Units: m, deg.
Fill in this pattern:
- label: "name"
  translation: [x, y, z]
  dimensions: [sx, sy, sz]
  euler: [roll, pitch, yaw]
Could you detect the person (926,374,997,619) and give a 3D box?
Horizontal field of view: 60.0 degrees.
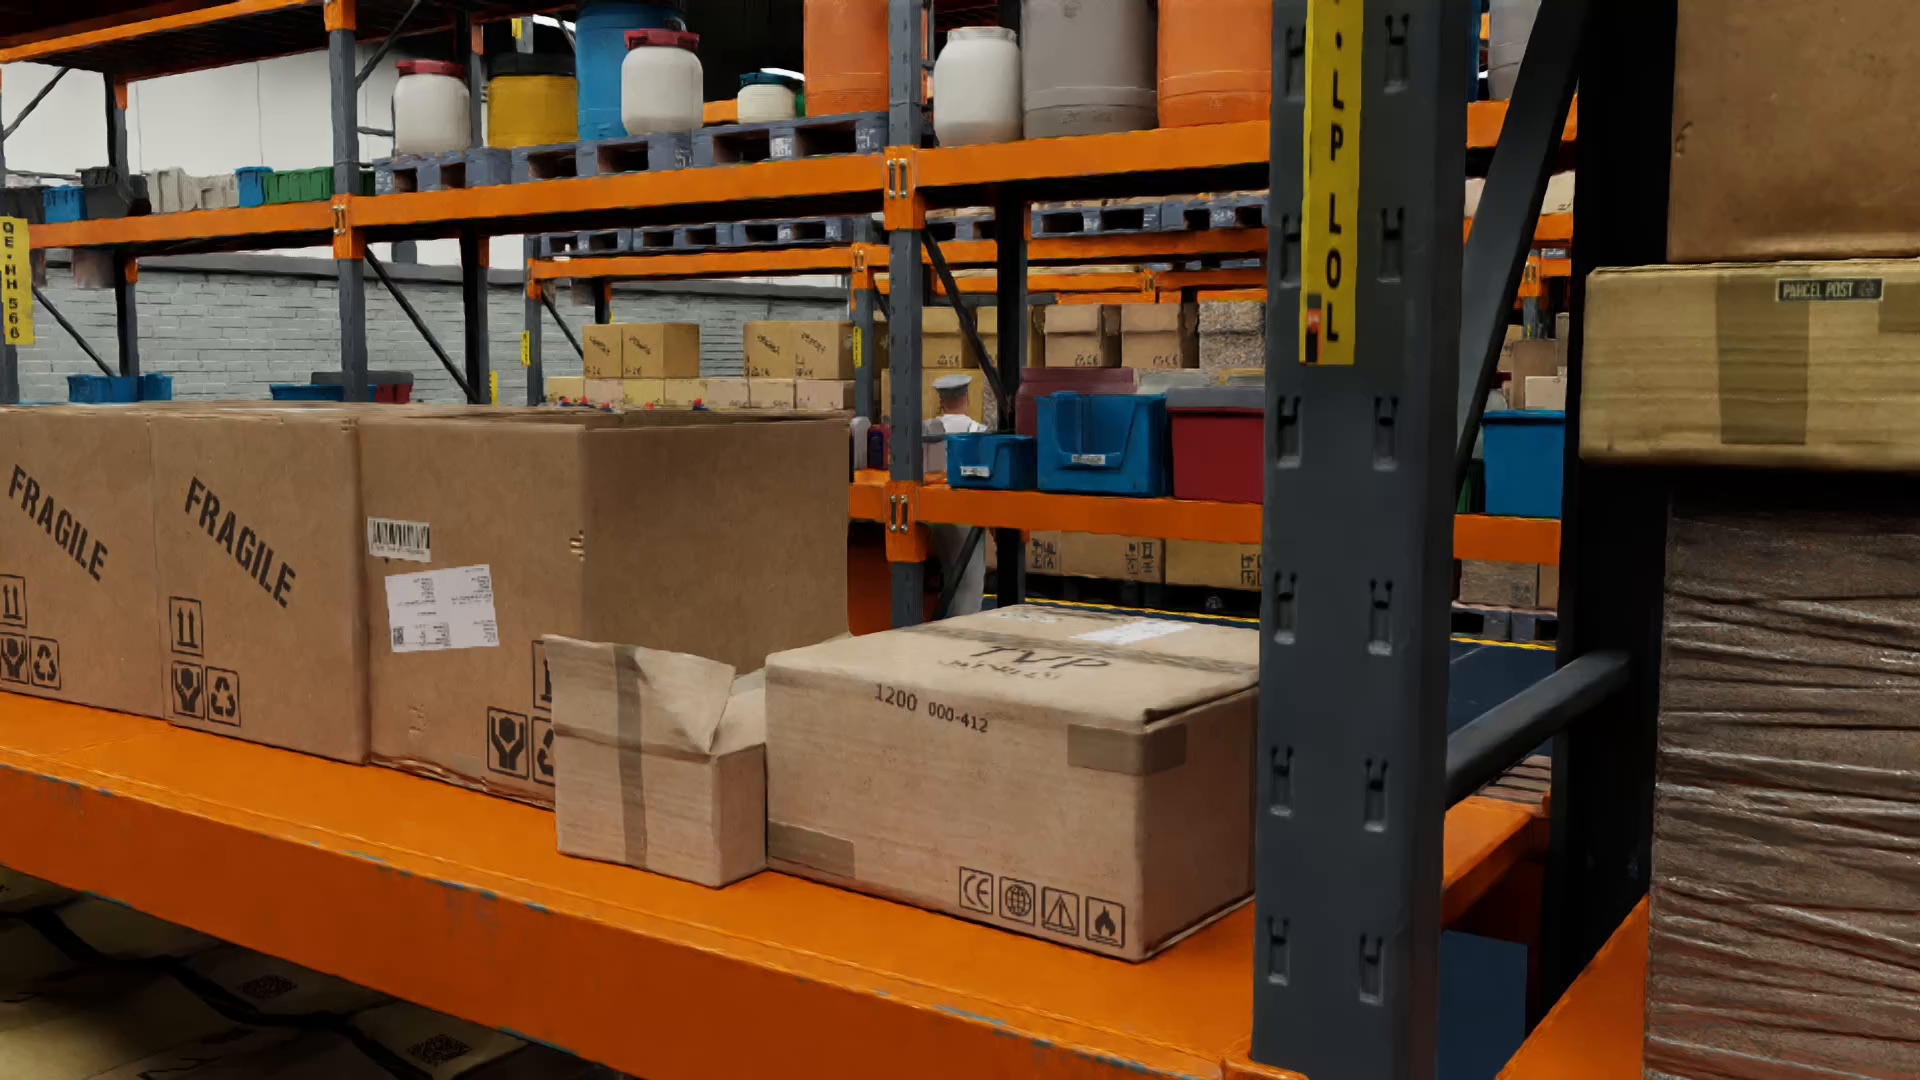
- label: "person"
  translation: [-0.024, -0.098, 9.894]
  dimensions: [0.614, 1.769, 0.413]
  euler: [3, 7, 27]
